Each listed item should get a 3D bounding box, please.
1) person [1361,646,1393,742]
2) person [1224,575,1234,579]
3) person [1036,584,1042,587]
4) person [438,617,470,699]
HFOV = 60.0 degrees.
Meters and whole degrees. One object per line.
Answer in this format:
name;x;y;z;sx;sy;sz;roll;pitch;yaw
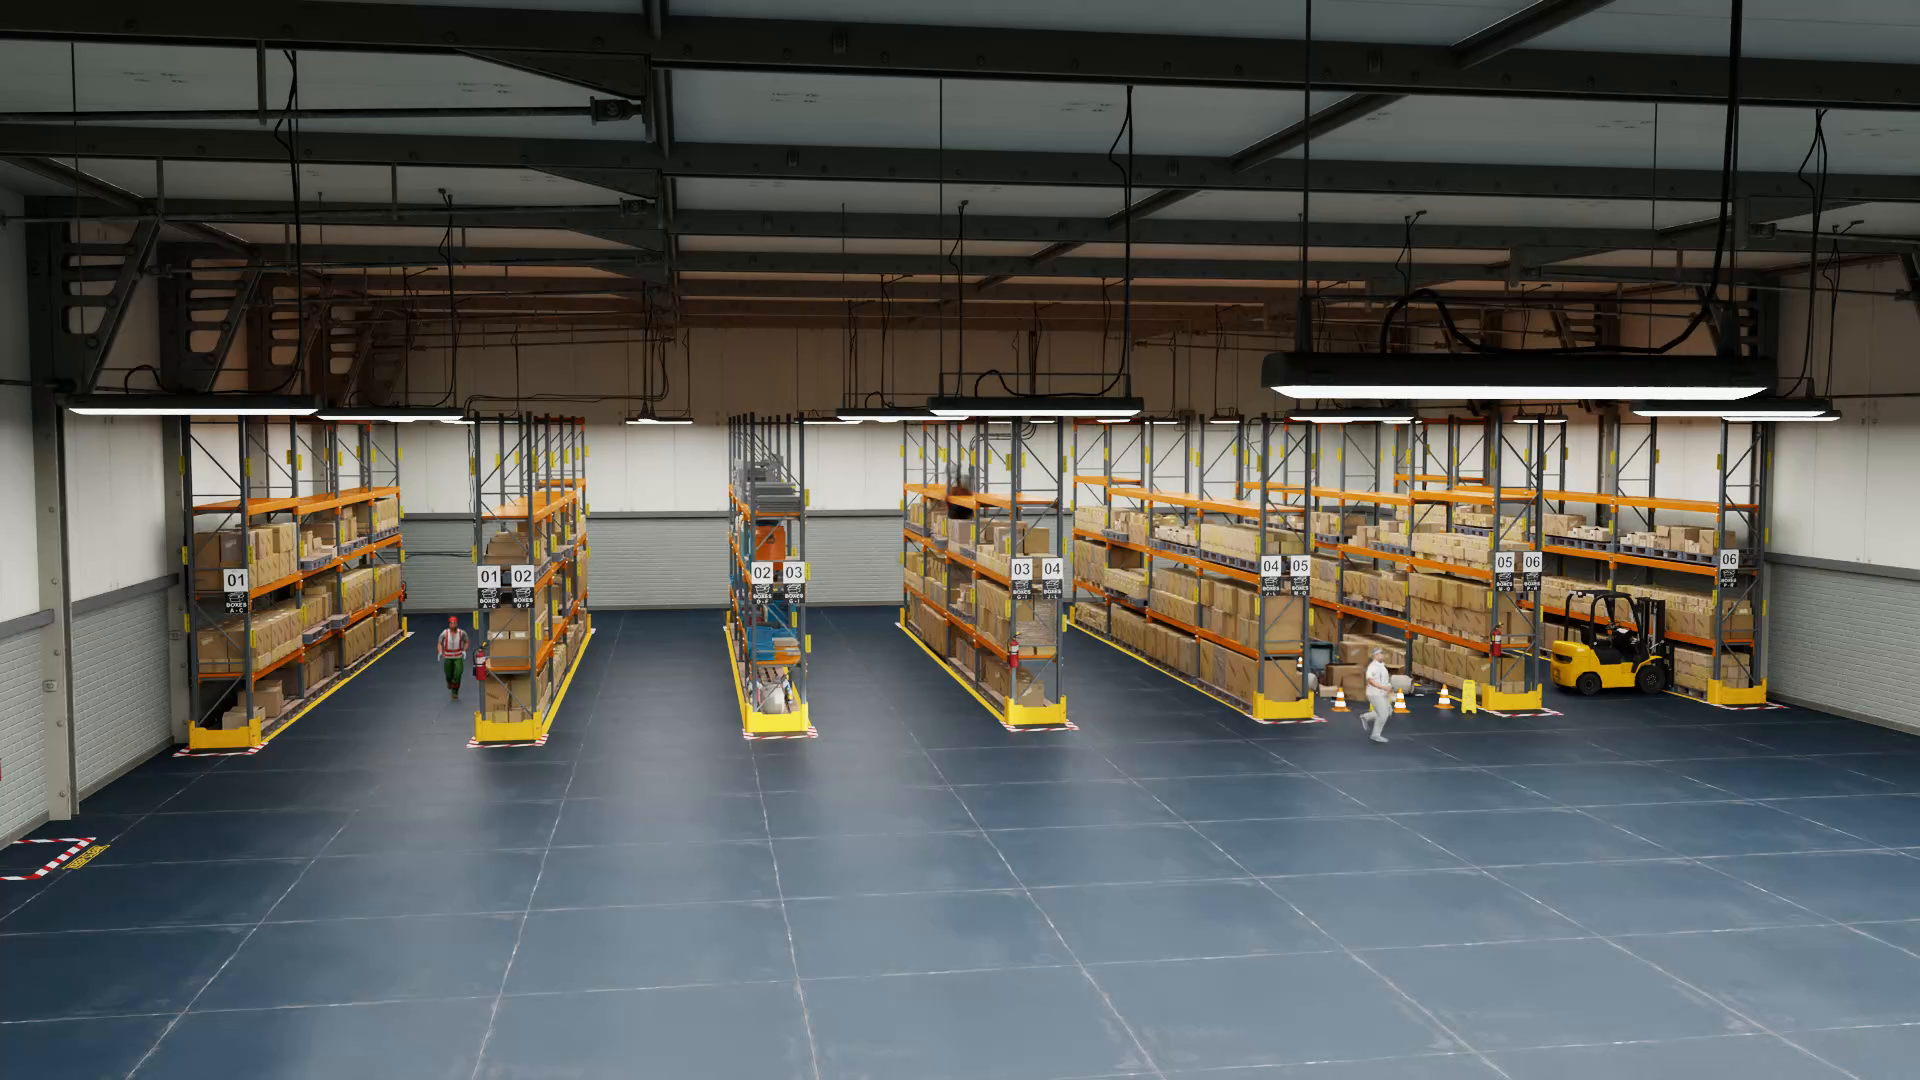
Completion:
person;7.610;2.797;30.373;0.627;1.752;0.697;2;4;28
person;8.396;1.412;50.681;0.969;1.792;0.737;1;4;11
person;2.197;1.742;47.168;0.536;1.595;0.633;0;4;2
person;-10.702;2.471;35.169;0.649;1.733;0.632;-1;4;-17
